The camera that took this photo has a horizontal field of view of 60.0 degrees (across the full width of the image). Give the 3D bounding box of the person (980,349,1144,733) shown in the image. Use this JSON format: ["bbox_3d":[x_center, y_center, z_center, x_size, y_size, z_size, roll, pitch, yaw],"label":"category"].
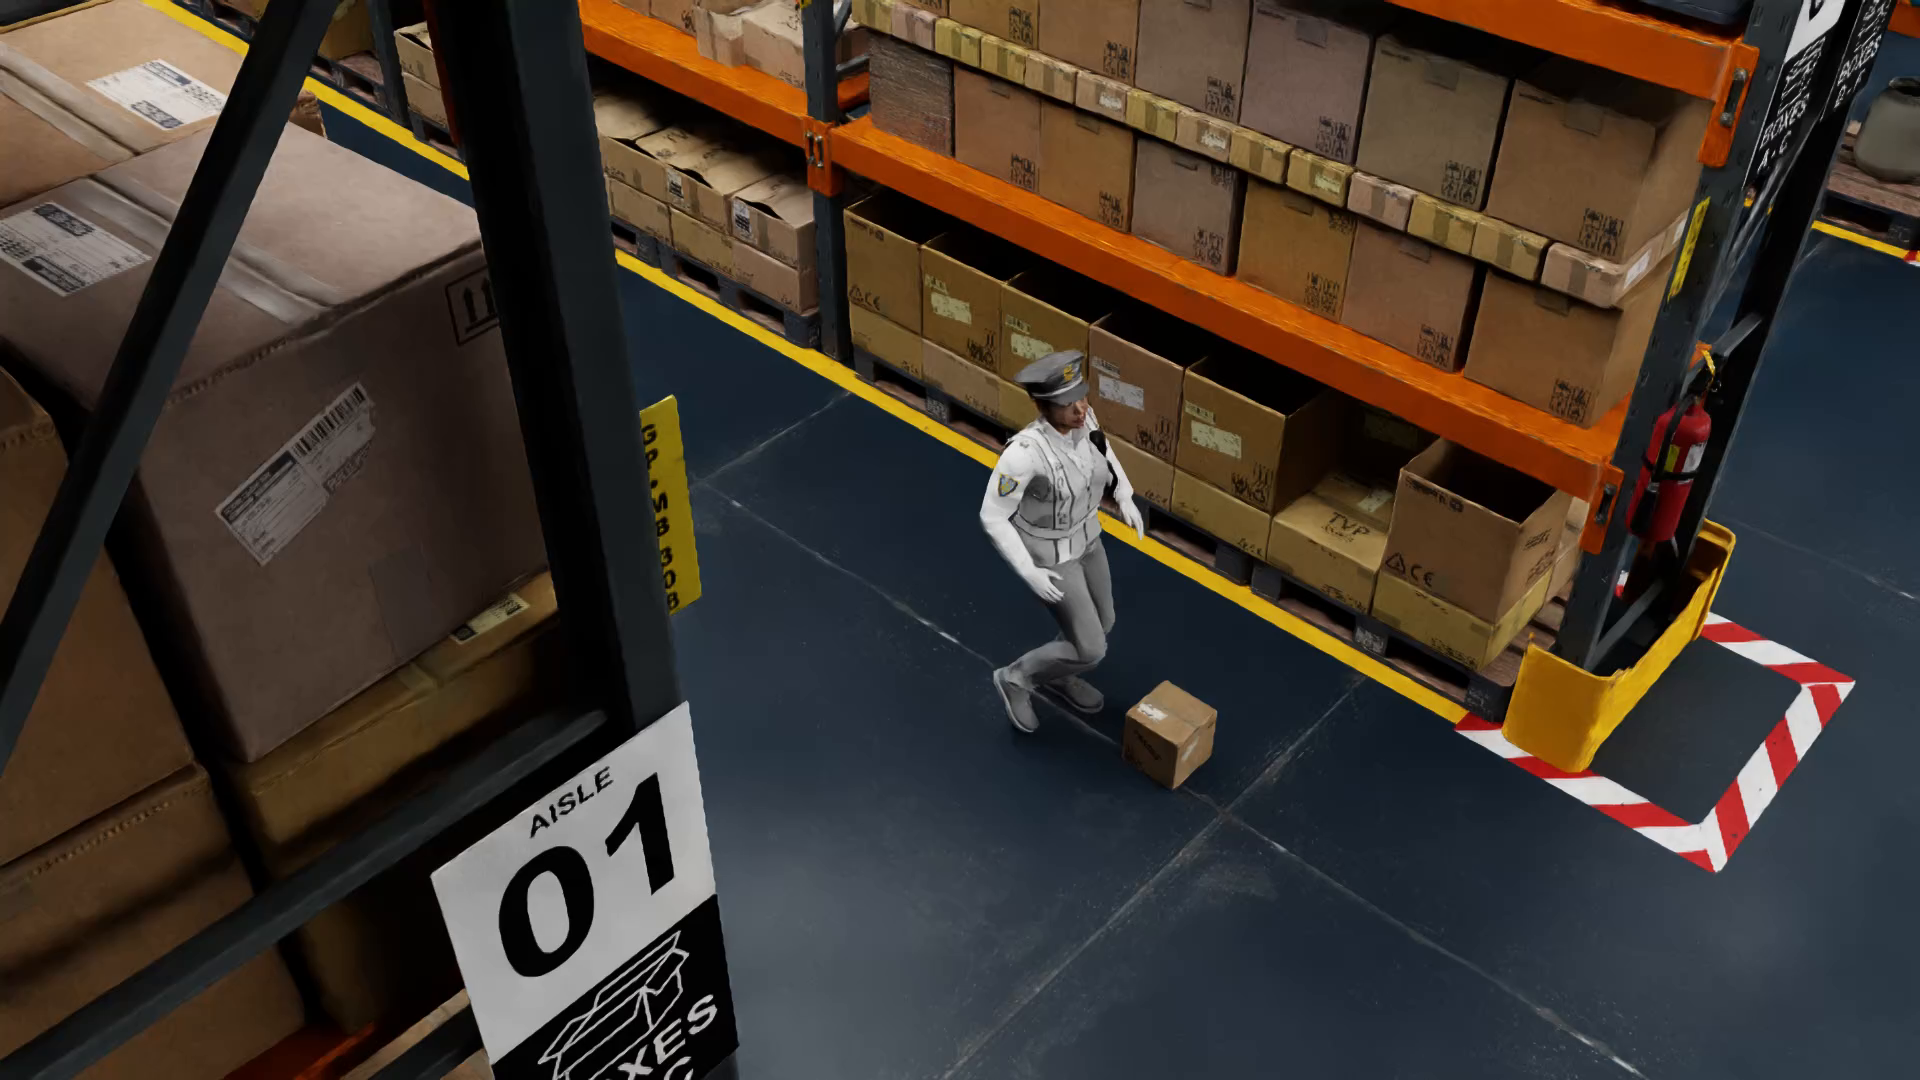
[{"bbox_3d":[0.413,0.024,6.124,0.467,1.663,0.671,21,44,24],"label":"person"}]
